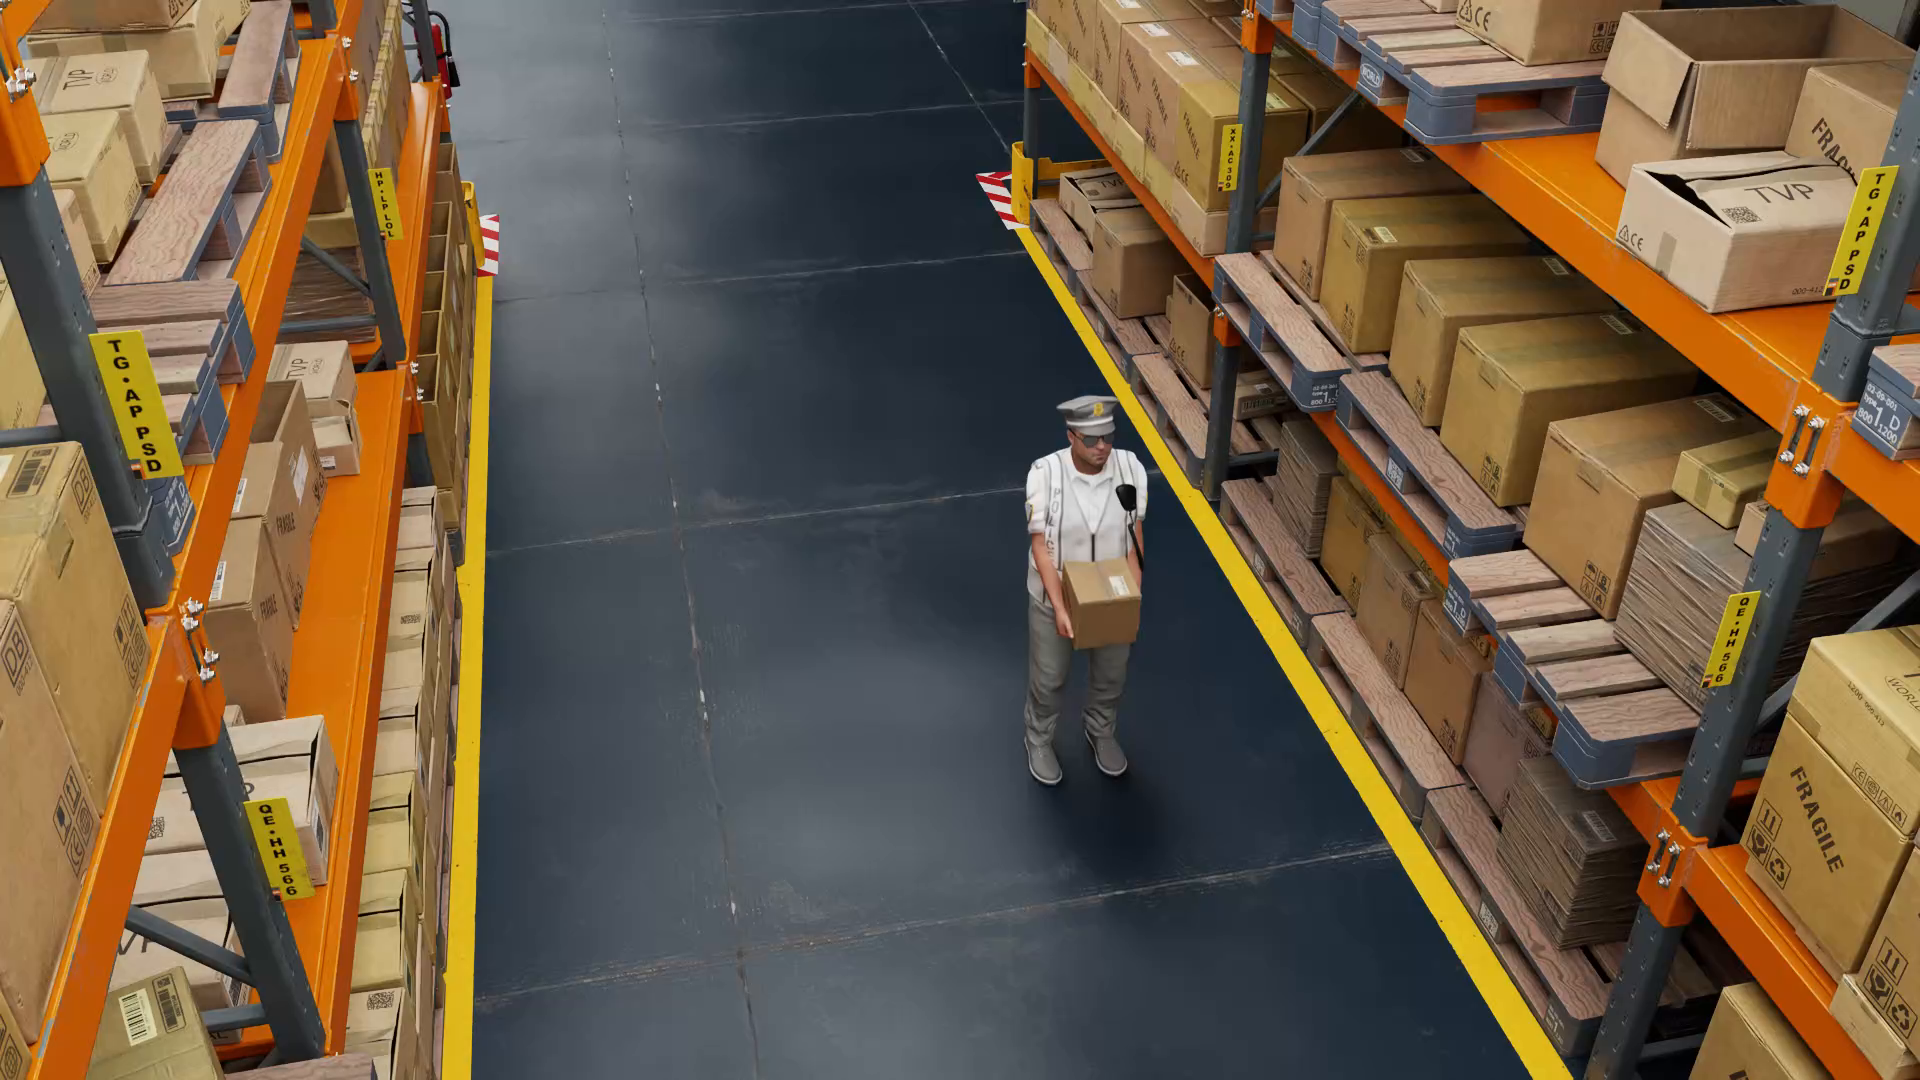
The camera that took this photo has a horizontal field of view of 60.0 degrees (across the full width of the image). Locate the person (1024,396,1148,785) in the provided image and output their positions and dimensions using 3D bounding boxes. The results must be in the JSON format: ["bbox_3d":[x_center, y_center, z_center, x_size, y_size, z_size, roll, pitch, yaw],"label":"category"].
[{"bbox_3d":[0.525,0.246,6.760,0.494,1.766,0.569,-7,35,-10],"label":"person"}]
